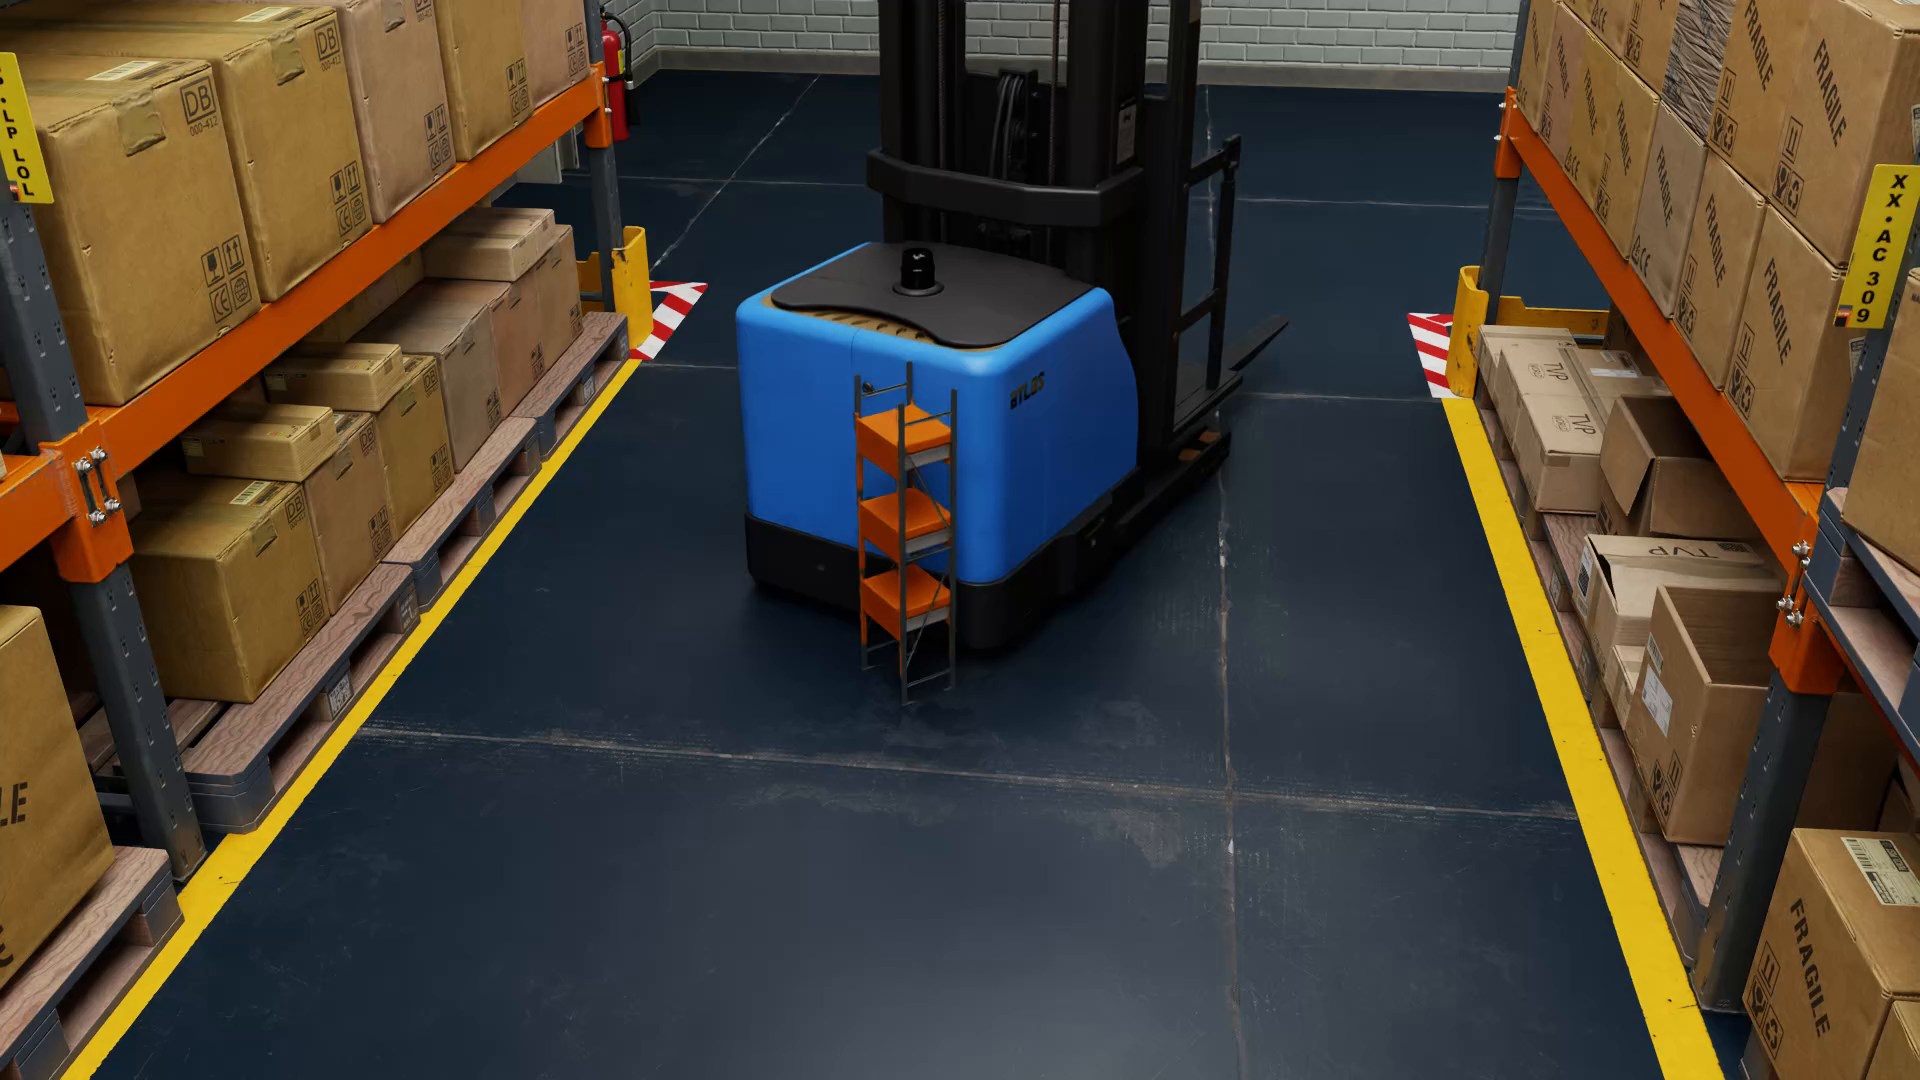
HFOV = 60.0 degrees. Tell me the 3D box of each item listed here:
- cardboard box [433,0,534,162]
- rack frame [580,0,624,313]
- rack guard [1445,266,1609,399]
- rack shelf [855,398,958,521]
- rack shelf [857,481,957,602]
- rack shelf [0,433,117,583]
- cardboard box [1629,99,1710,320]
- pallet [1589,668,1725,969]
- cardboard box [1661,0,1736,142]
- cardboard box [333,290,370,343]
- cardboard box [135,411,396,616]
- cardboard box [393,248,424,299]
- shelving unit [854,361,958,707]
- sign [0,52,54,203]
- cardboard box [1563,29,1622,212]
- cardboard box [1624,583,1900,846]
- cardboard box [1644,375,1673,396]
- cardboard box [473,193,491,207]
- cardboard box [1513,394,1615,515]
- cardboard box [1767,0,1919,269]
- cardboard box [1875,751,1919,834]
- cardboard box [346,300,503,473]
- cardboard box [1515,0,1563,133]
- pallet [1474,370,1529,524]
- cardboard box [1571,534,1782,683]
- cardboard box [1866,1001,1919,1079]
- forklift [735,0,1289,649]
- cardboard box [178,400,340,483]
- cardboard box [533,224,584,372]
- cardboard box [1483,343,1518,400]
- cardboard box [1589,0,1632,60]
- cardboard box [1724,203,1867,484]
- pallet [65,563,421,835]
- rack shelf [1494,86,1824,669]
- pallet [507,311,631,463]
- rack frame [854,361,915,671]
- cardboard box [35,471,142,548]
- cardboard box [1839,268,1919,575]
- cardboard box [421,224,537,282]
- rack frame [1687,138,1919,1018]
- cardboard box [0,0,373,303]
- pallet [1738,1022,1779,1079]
[{"bbox_3d":[-2.232,-1.874,6.249,0.980,0.700,0.700,3,28,6],"label":"cardboard box"},{"bbox_3d":[-2.102,-2.325,7.404,1.000,3.000,0.127,3,28,6],"label":"rack frame"},{"bbox_3d":[2.806,-0.903,7.399,1.175,0.500,0.348,3,28,6],"label":"rack guard"},{"bbox_3d":[-0.163,-0.246,5.019,0.215,0.259,0.240,-18,34,-29],"label":"rack shelf"},{"bbox_3d":[-0.165,0.002,5.157,0.215,0.259,0.240,-18,34,-29],"label":"rack shelf"},{"bbox_3d":[-2.837,0.816,2.332,1.077,0.370,4.000,3,28,6],"label":"rack shelf"},{"bbox_3d":[2.254,-0.935,4.718,0.500,0.500,0.500,4,29,7],"label":"cardboard box"},{"bbox_3d":[2.410,0.748,4.639,1.003,0.211,1.213,3,28,6],"label":"pallet"},{"bbox_3d":[2.252,-1.372,4.475,0.500,0.500,0.500,4,29,7],"label":"cardboard box"},{"bbox_3d":[-2.425,-0.834,6.144,0.380,0.149,0.250,4,29,7],"label":"cardboard box"},{"bbox_3d":[-2.333,-0.109,5.483,0.700,0.500,0.500,3,28,6],"label":"cardboard box"},{"bbox_3d":[-2.364,-1.074,6.590,0.380,0.149,0.250,4,29,7],"label":"cardboard box"},{"bbox_3d":[-0.165,-0.007,5.152,0.215,1.050,0.252,-18,34,-29],"label":"shelving unit"},{"bbox_3d":[-2.052,-0.890,3.603,0.100,0.325,0.005,3,28,6],"label":"sign"},{"bbox_3d":[2.377,-1.410,5.600,0.500,0.500,0.500,3,28,6],"label":"cardboard box"},{"bbox_3d":[2.113,0.466,4.395,0.500,0.500,0.500,3,28,6],"label":"cardboard box"},{"bbox_3d":[2.854,-0.530,6.594,0.380,0.166,0.250,3,28,6],"label":"cardboard box"},{"bbox_3d":[-2.271,-1.430,7.251,0.380,0.149,0.250,4,29,7],"label":"cardboard box"},{"bbox_3d":[2.345,-0.312,6.102,0.500,0.250,0.500,3,28,6],"label":"cardboard box"},{"bbox_3d":[2.130,-0.894,3.587,0.500,0.500,0.500,3,29,6],"label":"cardboard box"},{"bbox_3d":[2.591,0.649,4.254,0.500,0.311,0.500,3,28,6],"label":"cardboard box"},{"bbox_3d":[-2.210,-0.602,6.398,0.700,0.500,0.500,2,28,5],"label":"cardboard box"},{"bbox_3d":[2.499,-1.890,6.490,0.500,0.500,0.500,4,29,7],"label":"cardboard box"},{"bbox_3d":[2.709,-0.400,6.771,1.003,0.211,1.213,3,28,6],"label":"pallet"},{"bbox_3d":[2.205,0.196,5.095,0.500,0.311,0.500,3,28,6],"label":"cardboard box"},{"bbox_3d":[1.970,1.216,3.003,0.500,0.500,0.500,4,29,7],"label":"cardboard box"},{"bbox_3d":[0.446,-1.594,6.118,1.130,2.935,3.031,16,32,27],"label":"forklift"},{"bbox_3d":[-2.175,-0.309,5.170,0.380,0.149,0.250,4,29,8],"label":"cardboard box"},{"bbox_3d":[-2.088,-1.074,7.275,0.700,0.500,0.500,3,28,6],"label":"cardboard box"},{"bbox_3d":[2.392,-0.691,6.893,0.380,0.166,0.250,3,28,6],"label":"cardboard box"},{"bbox_3d":[2.376,-1.848,5.358,0.500,0.500,0.500,4,29,7],"label":"cardboard box"},{"bbox_3d":[2.132,-0.451,3.818,0.500,0.500,0.500,4,29,7],"label":"cardboard box"},{"bbox_3d":[-2.421,0.432,5.226,1.003,0.211,1.213,3,28,6],"label":"pallet"},{"bbox_3d":[2.570,-0.781,5.296,1.077,0.370,4.000,3,28,6],"label":"rack shelf"},{"bbox_3d":[-2.122,-0.717,7.358,1.003,0.211,1.213,3,28,6],"label":"pallet"},{"bbox_3d":[-0.233,-0.057,5.240,0.200,1.050,0.008,-18,34,-29],"label":"rack frame"},{"bbox_3d":[-2.613,-0.102,4.785,0.380,0.149,0.250,3,28,6],"label":"cardboard box"},{"bbox_3d":[2.045,-0.175,2.865,0.700,0.500,0.500,-6,29,-11],"label":"cardboard box"},{"bbox_3d":[-1.954,-1.169,6.765,0.380,0.149,0.250,4,29,8],"label":"cardboard box"},{"bbox_3d":[2.325,-0.156,3.378,1.000,3.000,0.127,3,28,6],"label":"rack frame"},{"bbox_3d":[-2.414,-1.172,4.947,0.980,0.700,0.700,3,28,5],"label":"cardboard box"},{"bbox_3d":[2.263,1.456,3.324,1.003,0.211,1.213,3,28,6],"label":"pallet"}]
